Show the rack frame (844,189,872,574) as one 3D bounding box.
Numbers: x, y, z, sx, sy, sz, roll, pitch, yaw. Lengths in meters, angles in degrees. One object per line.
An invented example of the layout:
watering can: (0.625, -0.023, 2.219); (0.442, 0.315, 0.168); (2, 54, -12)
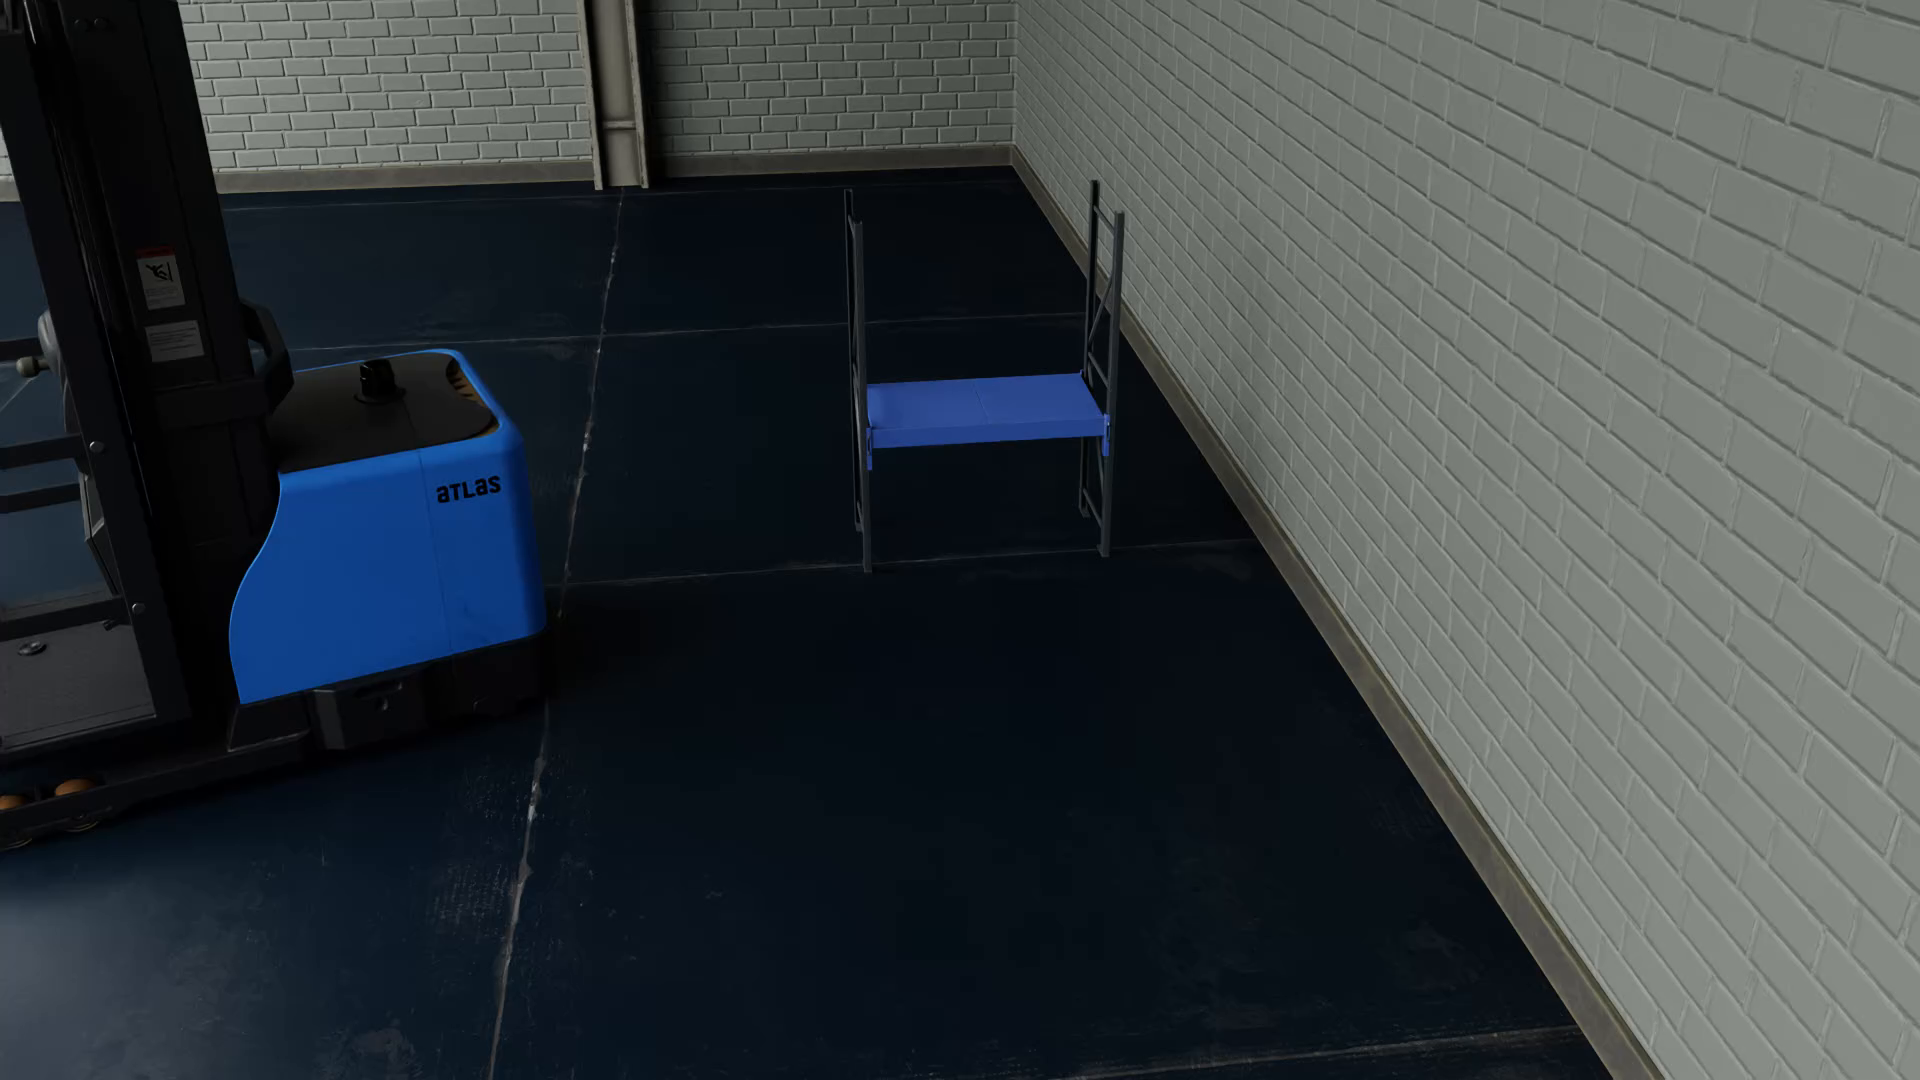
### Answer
rack frame: (-0.419, -0.640, 6.855); (0.032, 1.500, 0.500); (-4, 27, -7)

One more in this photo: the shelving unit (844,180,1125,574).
shelving unit: (0.084, -0.673, 6.918); (1.048, 1.500, 0.538); (-4, 27, -7)

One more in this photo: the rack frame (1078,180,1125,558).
rack frame: (0.588, -0.705, 6.981); (0.032, 1.500, 0.500); (-4, 27, -7)

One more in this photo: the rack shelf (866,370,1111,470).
rack shelf: (0.084, -0.513, 7.000); (1.000, 0.185, 0.538); (-4, 27, -7)

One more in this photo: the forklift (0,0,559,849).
forklift: (-3.018, -0.592, 5.193); (3.031, 2.935, 1.130); (-13, 30, -24)

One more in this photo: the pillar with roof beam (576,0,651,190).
pillar with roof beam: (-1.922, -4.730, 6.610); (0.400, 9.000, 9.100); (-4, 27, -7)
